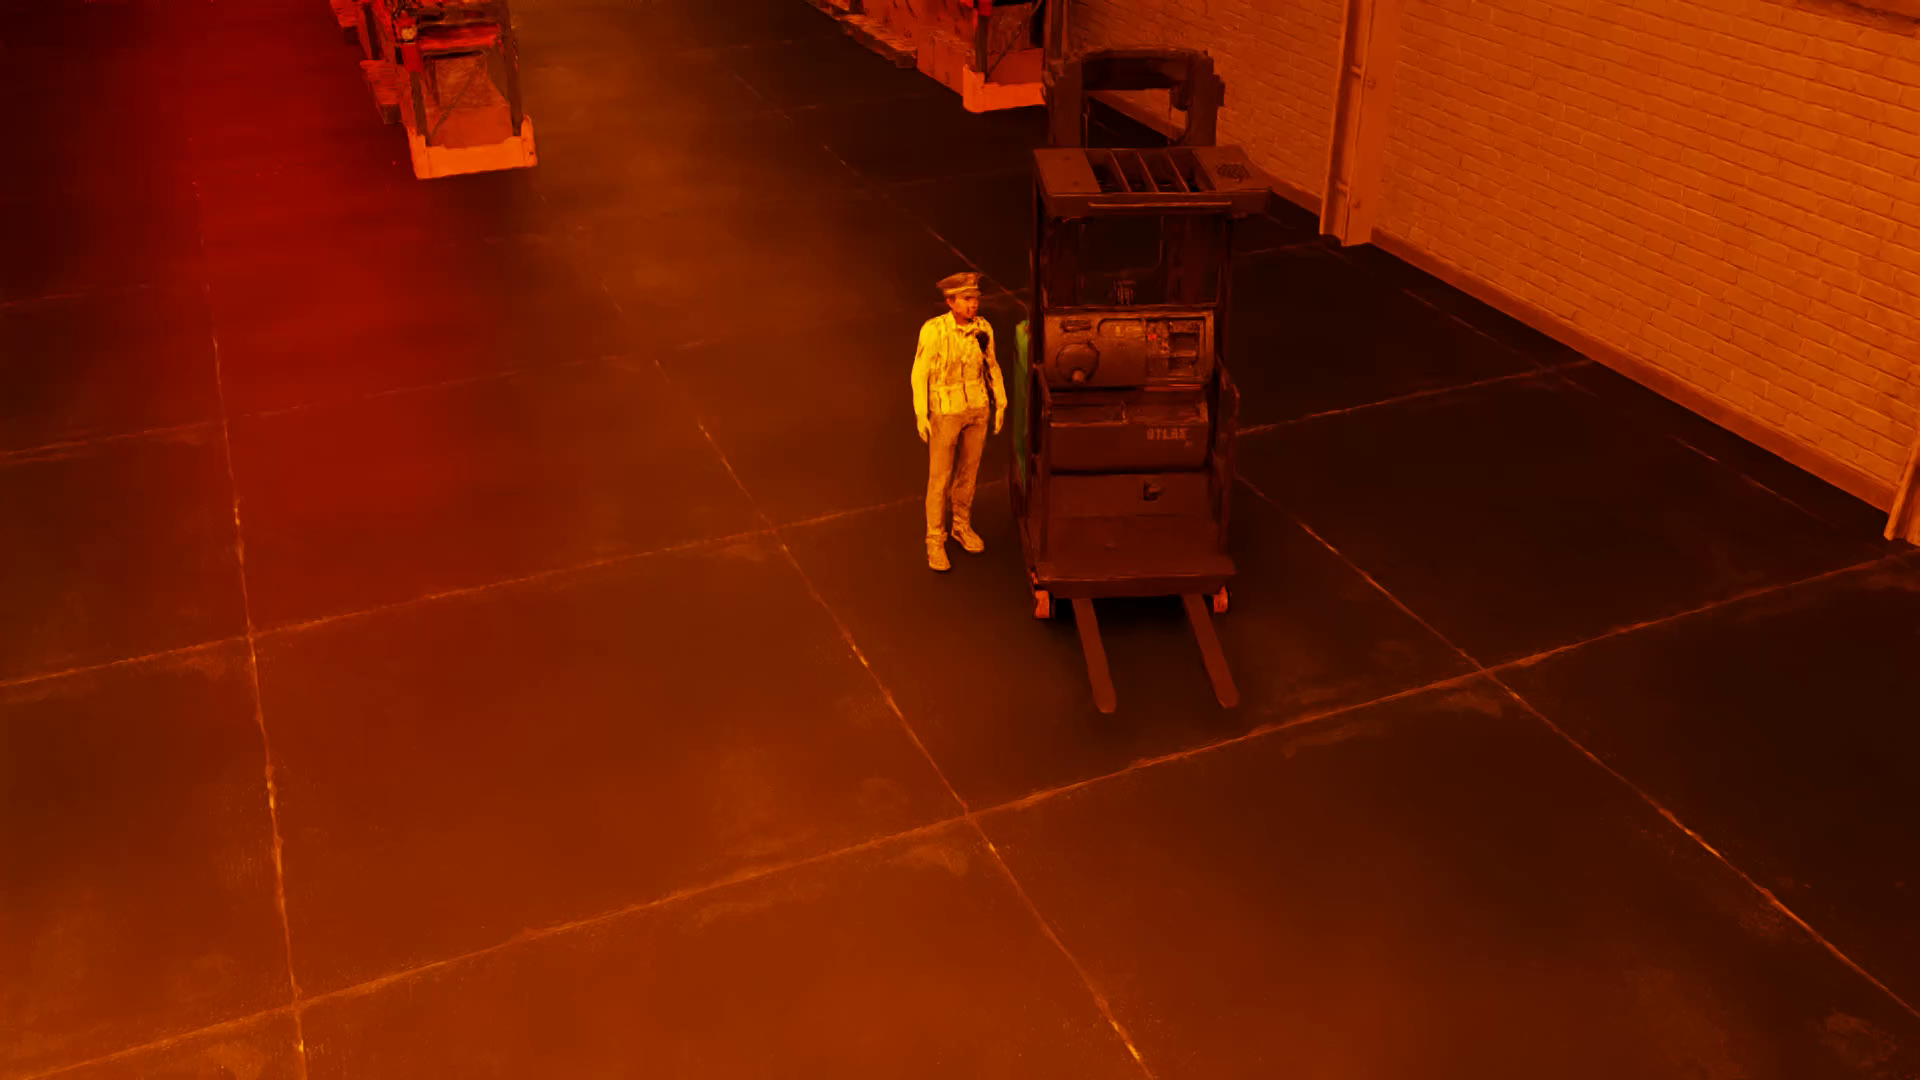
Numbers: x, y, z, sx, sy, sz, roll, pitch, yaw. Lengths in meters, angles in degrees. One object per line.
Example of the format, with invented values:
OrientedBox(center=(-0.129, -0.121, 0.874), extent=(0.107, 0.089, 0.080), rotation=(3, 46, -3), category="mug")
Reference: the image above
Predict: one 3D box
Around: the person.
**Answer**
OrientedBox(center=(0.021, -0.717, 9.587), extent=(0.586, 1.693, 0.529), rotation=(-12, 32, -20), category="person")

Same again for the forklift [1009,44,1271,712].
OrientedBox(center=(0.935, -0.998, 8.866), extent=(1.130, 2.935, 3.031), rotation=(-2, 30, -3), category="forklift")
